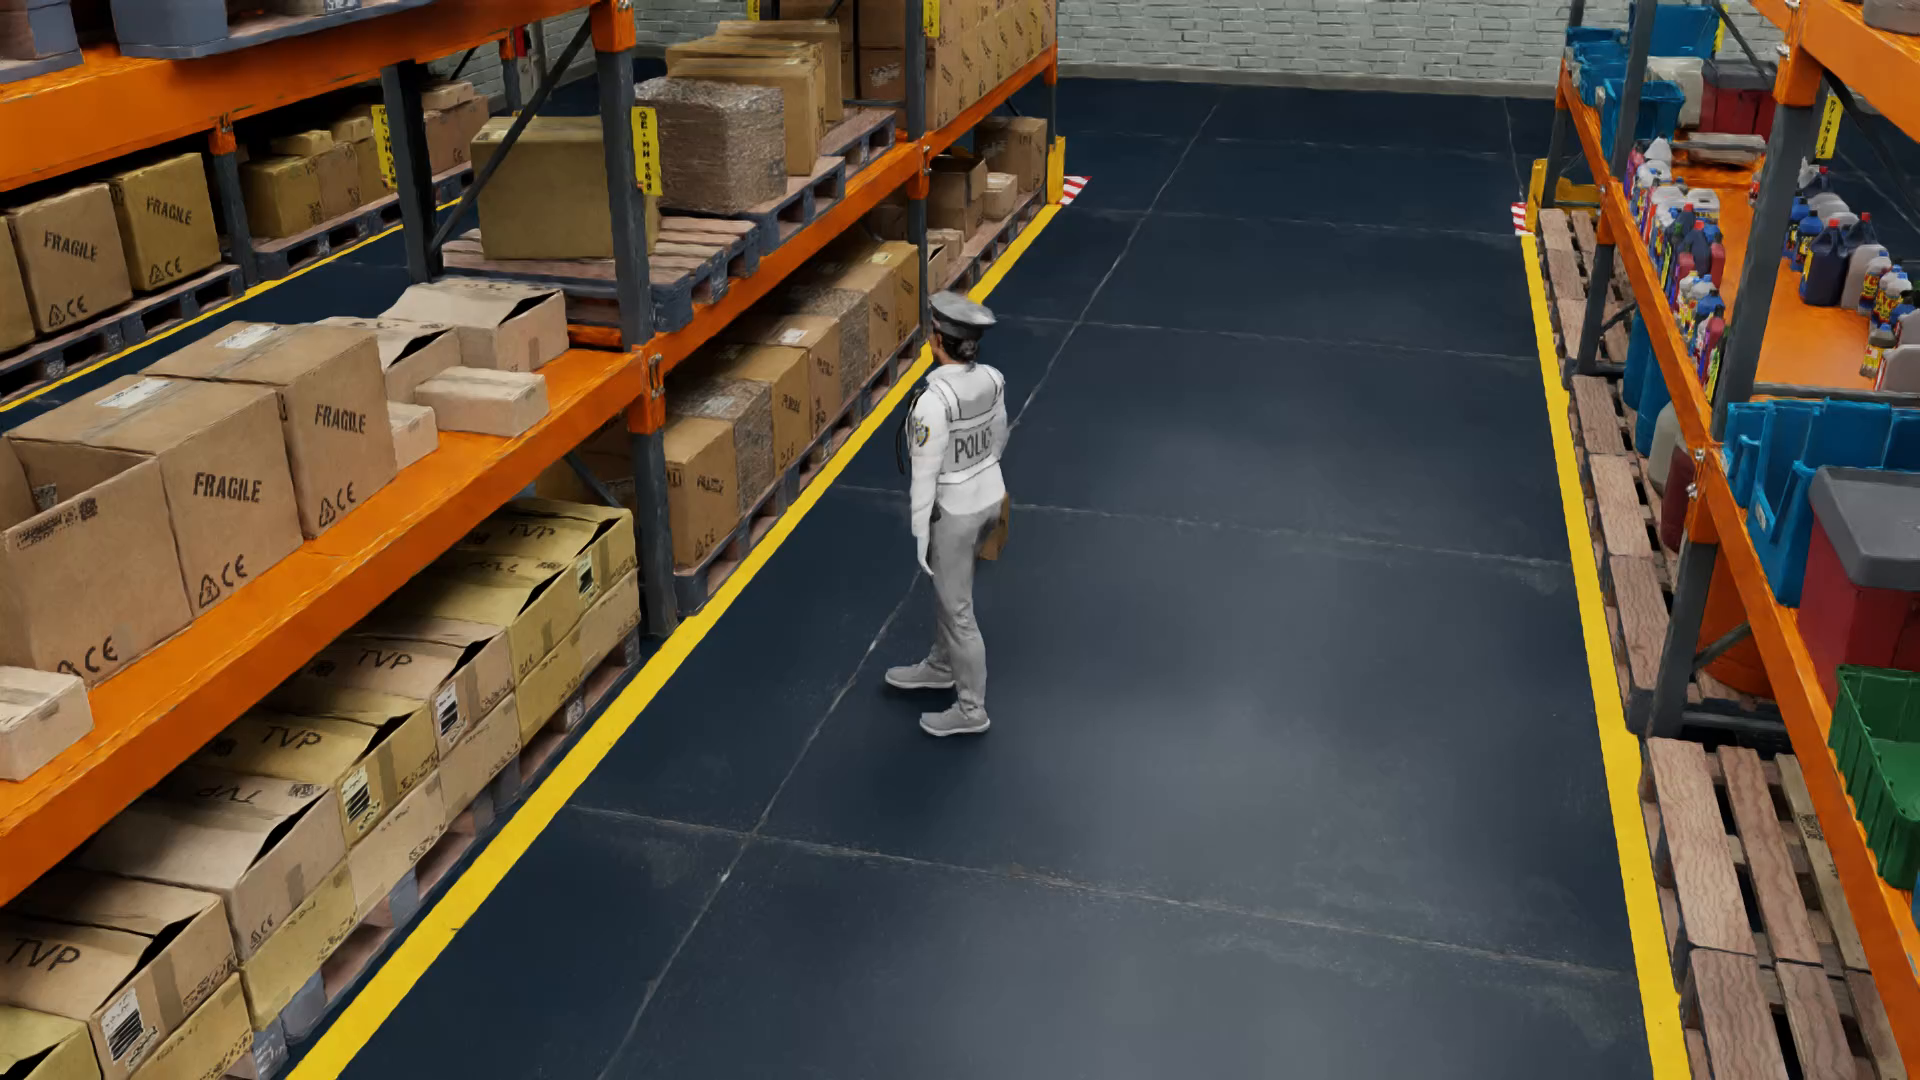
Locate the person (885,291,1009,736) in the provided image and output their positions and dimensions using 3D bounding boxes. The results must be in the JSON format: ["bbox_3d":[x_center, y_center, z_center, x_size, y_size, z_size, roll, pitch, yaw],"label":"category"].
[{"bbox_3d":[-0.053,-0.109,6.324,0.564,1.677,0.568,15,29,29],"label":"person"}]
